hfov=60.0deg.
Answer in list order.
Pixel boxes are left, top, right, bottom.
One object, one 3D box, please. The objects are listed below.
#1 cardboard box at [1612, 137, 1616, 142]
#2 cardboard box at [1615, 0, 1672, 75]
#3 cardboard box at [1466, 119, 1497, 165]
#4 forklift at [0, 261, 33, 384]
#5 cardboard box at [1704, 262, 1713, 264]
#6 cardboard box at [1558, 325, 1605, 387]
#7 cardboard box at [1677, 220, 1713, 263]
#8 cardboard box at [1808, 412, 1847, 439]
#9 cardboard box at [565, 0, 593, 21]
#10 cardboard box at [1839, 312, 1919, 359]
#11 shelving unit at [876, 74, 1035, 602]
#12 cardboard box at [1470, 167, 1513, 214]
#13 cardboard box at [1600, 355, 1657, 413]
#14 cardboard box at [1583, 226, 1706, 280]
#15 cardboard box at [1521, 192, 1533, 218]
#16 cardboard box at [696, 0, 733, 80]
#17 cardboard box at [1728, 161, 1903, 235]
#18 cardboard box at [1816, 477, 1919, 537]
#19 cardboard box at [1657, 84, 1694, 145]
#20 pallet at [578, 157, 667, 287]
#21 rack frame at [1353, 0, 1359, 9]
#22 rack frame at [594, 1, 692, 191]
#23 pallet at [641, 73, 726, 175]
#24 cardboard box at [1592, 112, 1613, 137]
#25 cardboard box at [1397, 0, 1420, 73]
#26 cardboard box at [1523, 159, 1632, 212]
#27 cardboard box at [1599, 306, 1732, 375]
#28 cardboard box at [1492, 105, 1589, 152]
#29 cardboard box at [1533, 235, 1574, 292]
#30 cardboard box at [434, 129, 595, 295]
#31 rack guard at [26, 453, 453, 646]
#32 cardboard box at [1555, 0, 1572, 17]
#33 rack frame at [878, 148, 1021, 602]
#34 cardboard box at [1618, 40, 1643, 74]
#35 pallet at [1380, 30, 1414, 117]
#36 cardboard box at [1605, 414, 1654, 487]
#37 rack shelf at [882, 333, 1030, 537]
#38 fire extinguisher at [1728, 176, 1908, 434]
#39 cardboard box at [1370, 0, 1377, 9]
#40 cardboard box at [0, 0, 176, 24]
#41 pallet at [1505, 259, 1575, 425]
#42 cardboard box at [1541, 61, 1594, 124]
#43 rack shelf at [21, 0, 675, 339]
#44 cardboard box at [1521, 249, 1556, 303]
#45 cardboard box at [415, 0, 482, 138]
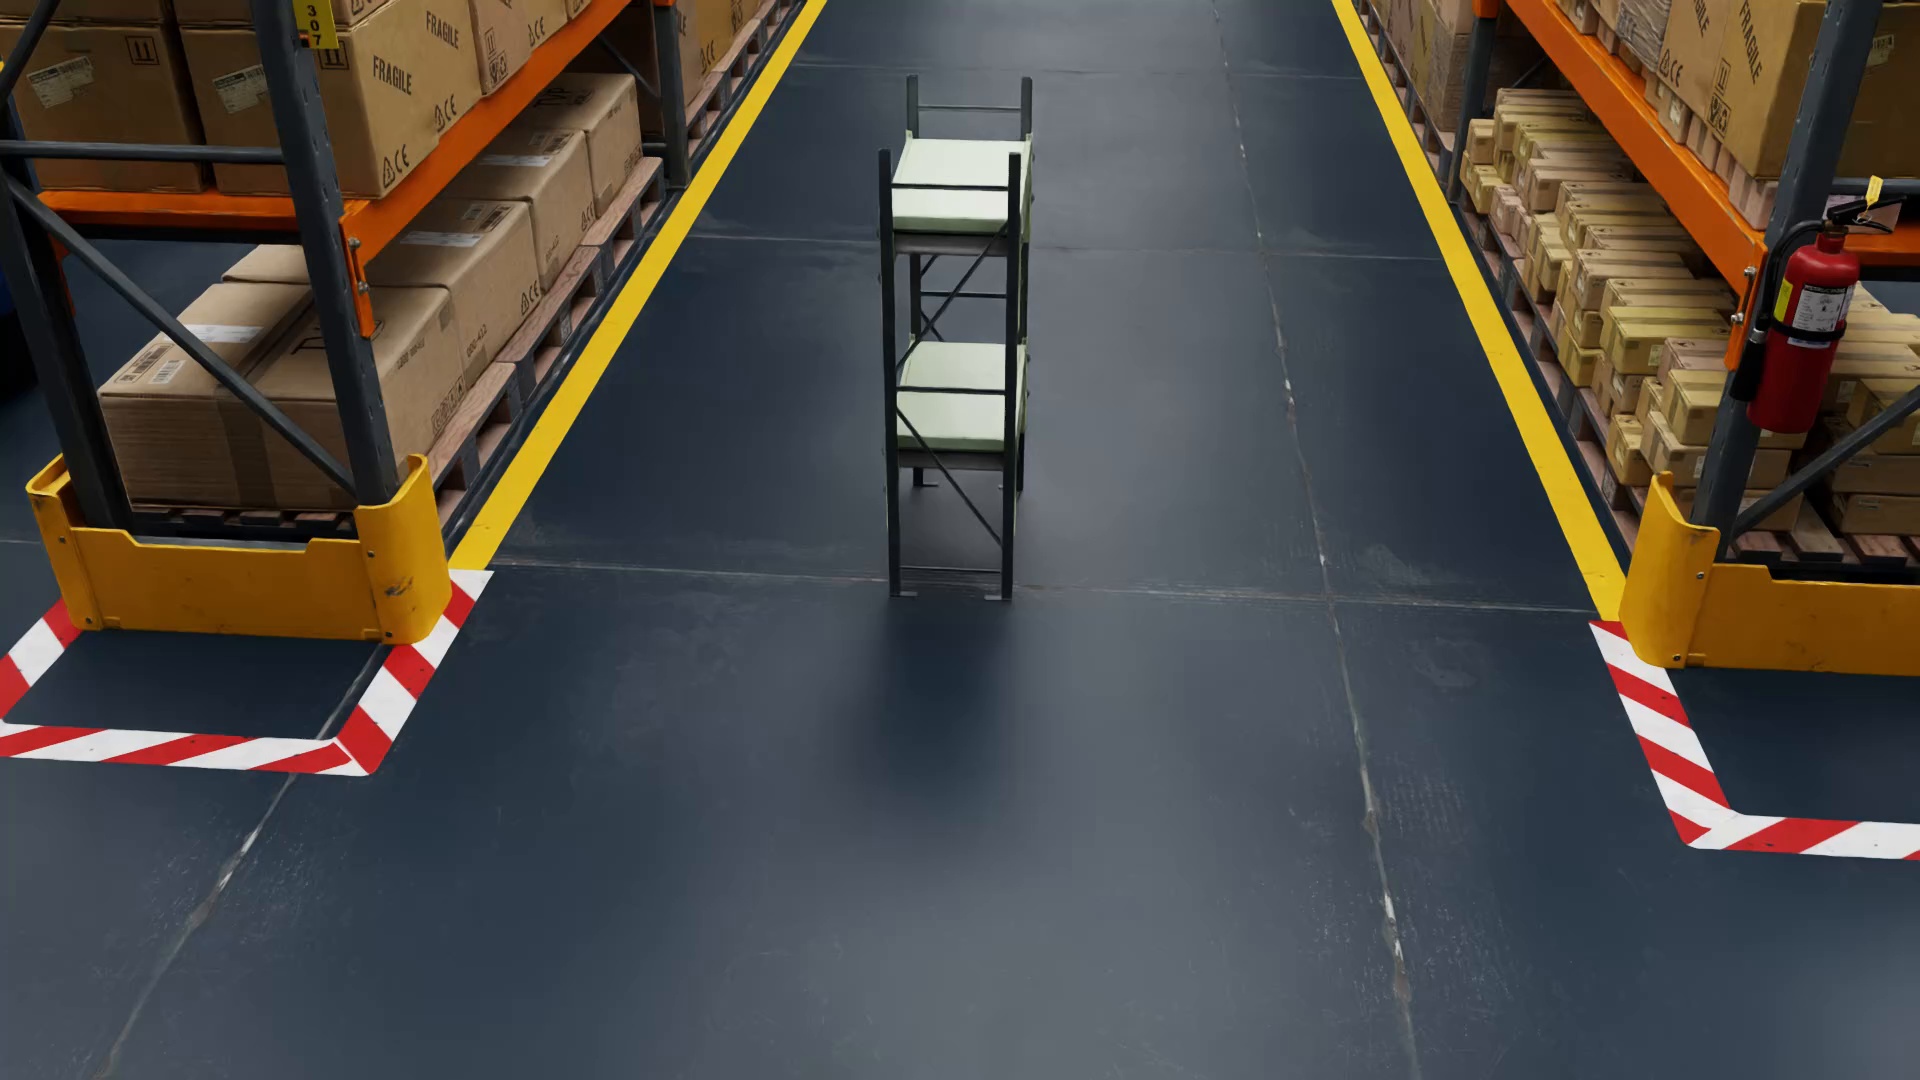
[{"bbox_3d":[3.305,-1.917,8.036,0.380,0.149,0.250,3,32,5],"label":"cardboard box"},{"bbox_3d":[2.547,-1.862,5.534,0.500,0.500,0.500,3,32,4],"label":"cardboard box"},{"bbox_3d":[2.666,-1.920,8.040,0.380,0.149,0.250,4,32,6],"label":"cardboard box"},{"bbox_3d":[-5.338,-1.889,6.021,3.031,2.935,1.130,7,32,11],"label":"forklift"},{"bbox_3d":[3.066,-1.096,6.703,0.380,0.149,0.250,4,32,6],"label":"cardboard box"},{"bbox_3d":[2.516,-0.701,6.345,0.380,0.149,0.250,1,32,2],"label":"cardboard box"},{"bbox_3d":[3.082,-1.215,6.612,0.380,0.149,0.250,3,32,4],"label":"cardboard box"},{"bbox_3d":[3.065,-0.408,5.586,0.380,0.149,0.250,2,32,4],"label":"cardboard box"},{"bbox_3d":[-1.774,-2.419,6.721,0.500,0.500,0.500,2,32,3],"label":"cardboard box"},{"bbox_3d":[3.120,-0.666,5.721,0.380,0.149,0.250,2,32,4],"label":"cardboard box"},{"bbox_3d":[0.001,-0.642,5.362,0.431,1.500,0.755,2,32,4],"label":"shelving unit"},{"bbox_3d":[2.642,-1.653,7.891,0.380,0.149,0.250,3,32,5],"label":"cardboard box"},{"bbox_3d":[2.487,-0.564,5.840,0.380,0.149,0.250,1,32,2],"label":"cardboard box"},{"bbox_3d":[2.634,-1.097,6.421,0.380,0.149,0.250,1,32,2],"label":"cardboard box"},{"bbox_3d":[2.726,-1.514,7.380,0.380,0.149,0.250,1,32,1],"label":"cardboard box"},{"bbox_3d":[-1.891,-3.237,9.768,0.875,0.875,0.875,3,32,5],"label":"cardboard box"},{"bbox_3d":[2.433,-0.988,4.733,0.380,0.149,0.250,2,32,4],"label":"cardboard box"},{"bbox_3d":[3.050,-0.138,5.431,0.380,0.149,0.250,3,32,5],"label":"cardboard box"},{"bbox_3d":[2.494,-1.383,5.374,0.380,0.149,0.250,3,32,5],"label":"cardboard box"},{"bbox_3d":[-2.068,-1.581,8.114,1.003,0.211,1.213,2,32,4],"label":"pallet"},{"bbox_3d":[3.340,-5.095,11.159,1.000,3.000,0.127,2,32,4],"label":"rack frame"},{"bbox_3d":[-1.928,-3.162,8.023,1.000,3.000,0.127,2,32,4],"label":"rack frame"},{"bbox_3d":[-1.940,-2.382,9.414,1.003,0.211,1.213,2,32,4],"label":"pallet"},{"bbox_3d":[3.245,-2.025,7.927,0.380,0.149,0.250,3,32,5],"label":"cardboard box"},{"bbox_3d":[2.911,-3.053,9.826,0.500,0.500,0.500,2,32,3],"label":"cardboard box"},{"bbox_3d":[2.626,-1.508,7.088,0.380,0.149,0.250,3,32,5],"label":"cardboard box"},{"bbox_3d":[2.451,-0.688,5.757,0.380,0.149,0.250,2,32,3],"label":"cardboard box"},{"bbox_3d":[2.698,-1.909,7.739,0.380,0.149,0.250,4,32,6],"label":"cardboard box"},{"bbox_3d":[2.551,-1.114,6.732,0.380,0.149,0.250,3,32,4],"label":"cardboard box"},{"bbox_3d":[-2.158,-1.459,7.300,0.875,0.438,0.875,2,32,3],"label":"cardboard box"},{"bbox_3d":[-2.255,0.006,5.264,1.175,0.500,0.348,2,32,4],"label":"rack guard"},{"bbox_3d":[2.635,-2.212,6.720,0.380,0.149,0.250,3,32,5],"label":"cardboard box"},{"bbox_3d":[-0.029,-0.451,5.052,0.400,1.500,0.023,2,32,4],"label":"rack frame"},{"bbox_3d":[2.631,-1.797,6.046,0.380,0.149,0.250,3,32,5],"label":"cardboard box"},{"bbox_3d":[3.173,-2.864,10.195,1.003,0.211,1.213,2,32,4],"label":"pallet"},{"bbox_3d":[2.443,-0.300,5.695,0.380,0.149,0.250,3,32,5],"label":"cardboard box"},{"bbox_3d":[0.001,-0.364,5.533,0.431,0.370,0.720,2,32,4],"label":"rack shelf"},{"bbox_3d":[2.208,-0.609,4.308,0.296,0.674,0.183,2,32,4],"label":"fire extinguisher"},{"bbox_3d":[3.028,-3.851,11.122,0.500,0.500,0.500,1,32,2],"label":"cardboard box"},{"bbox_3d":[-2.452,-1.801,4.766,0.500,0.500,0.500,3,32,6],"label":"cardboard box"},{"bbox_3d":[2.898,-0.824,6.887,1.003,0.211,1.213,2,32,4],"label":"pallet"},{"bbox_3d":[3.339,-2.494,8.919,0.500,0.500,0.500,4,32,6],"label":"cardboard box"},{"bbox_3d":[-2.091,-1.810,6.514,1.077,0.370,4.000,2,32,4],"label":"rack shelf"},{"bbox_3d":[2.599,-1.112,7.013,0.380,0.149,0.250,2,32,3],"label":"cardboard box"},{"bbox_3d":[-1.915,-1.618,5.421,0.500,0.500,0.500,2,32,3],"label":"cardboard box"}]
